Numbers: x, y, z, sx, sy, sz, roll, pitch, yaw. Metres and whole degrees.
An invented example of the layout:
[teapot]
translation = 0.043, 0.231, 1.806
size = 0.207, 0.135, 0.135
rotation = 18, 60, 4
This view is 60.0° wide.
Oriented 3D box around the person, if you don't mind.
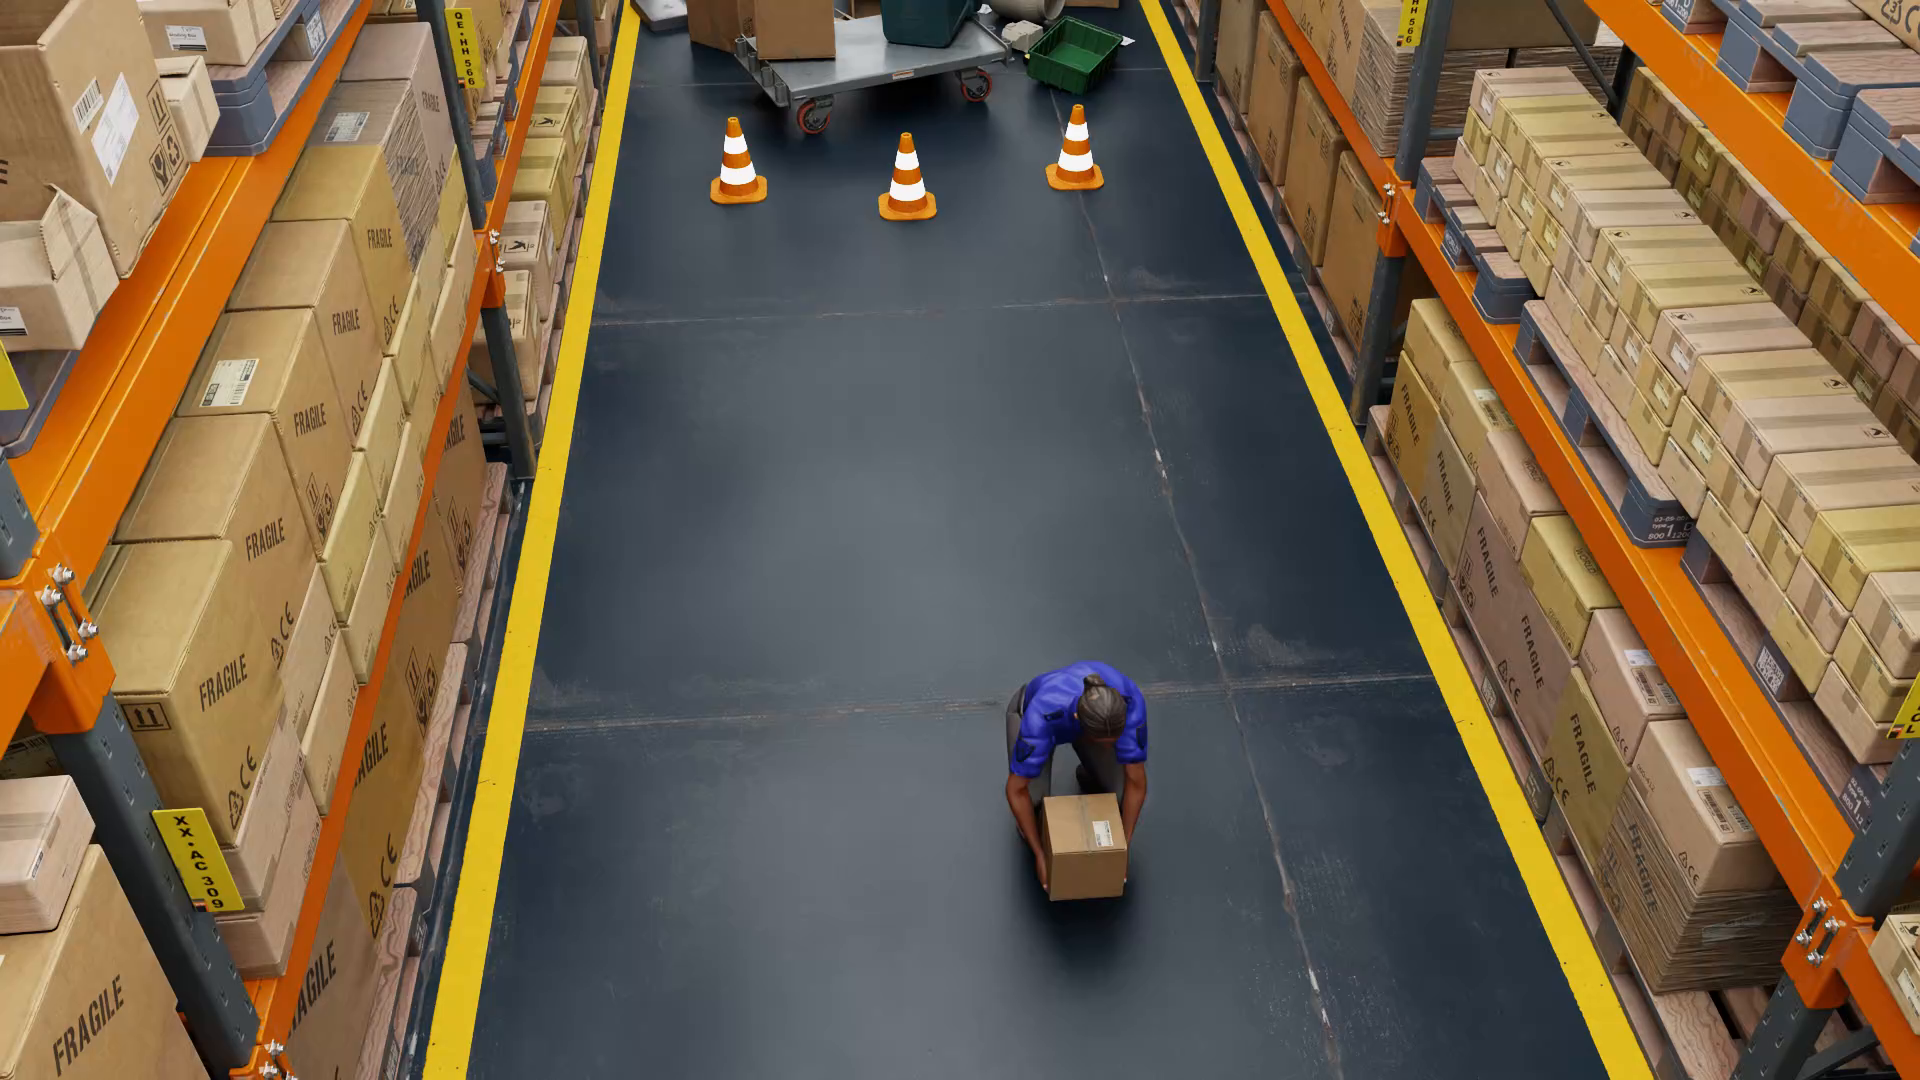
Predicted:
[person]
translation = 0.391, 0.739, 5.848
size = 0.498, 0.925, 0.819
rotation = -3, 39, -4
